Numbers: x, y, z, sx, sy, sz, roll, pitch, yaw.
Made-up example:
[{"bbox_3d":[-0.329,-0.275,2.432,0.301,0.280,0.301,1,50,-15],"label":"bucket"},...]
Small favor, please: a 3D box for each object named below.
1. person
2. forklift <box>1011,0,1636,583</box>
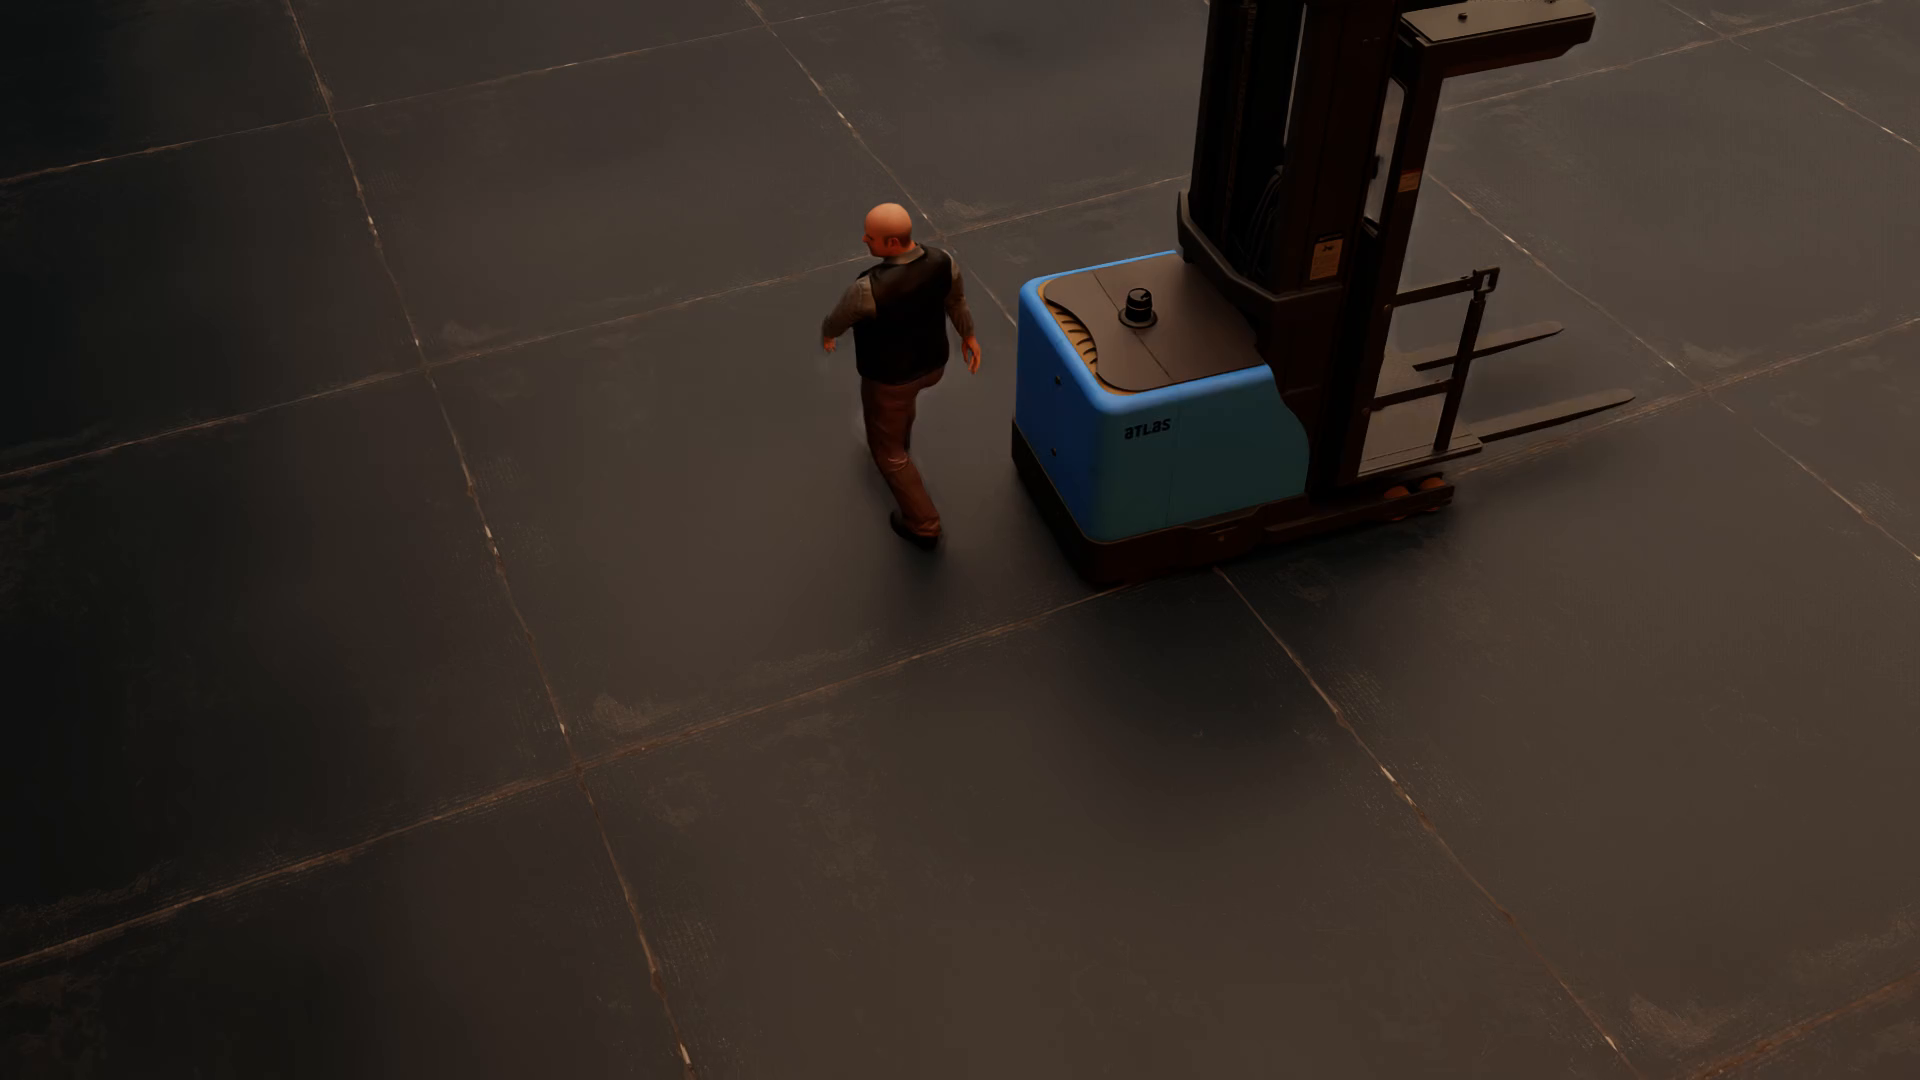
[{"bbox_3d":[-0.267,-0.849,7.543,0.668,1.668,0.871,-32,52,-30],"label":"person"},{"bbox_3d":[1.826,-1.490,7.276,3.031,2.935,1.130,-14,45,-14],"label":"forklift"}]
